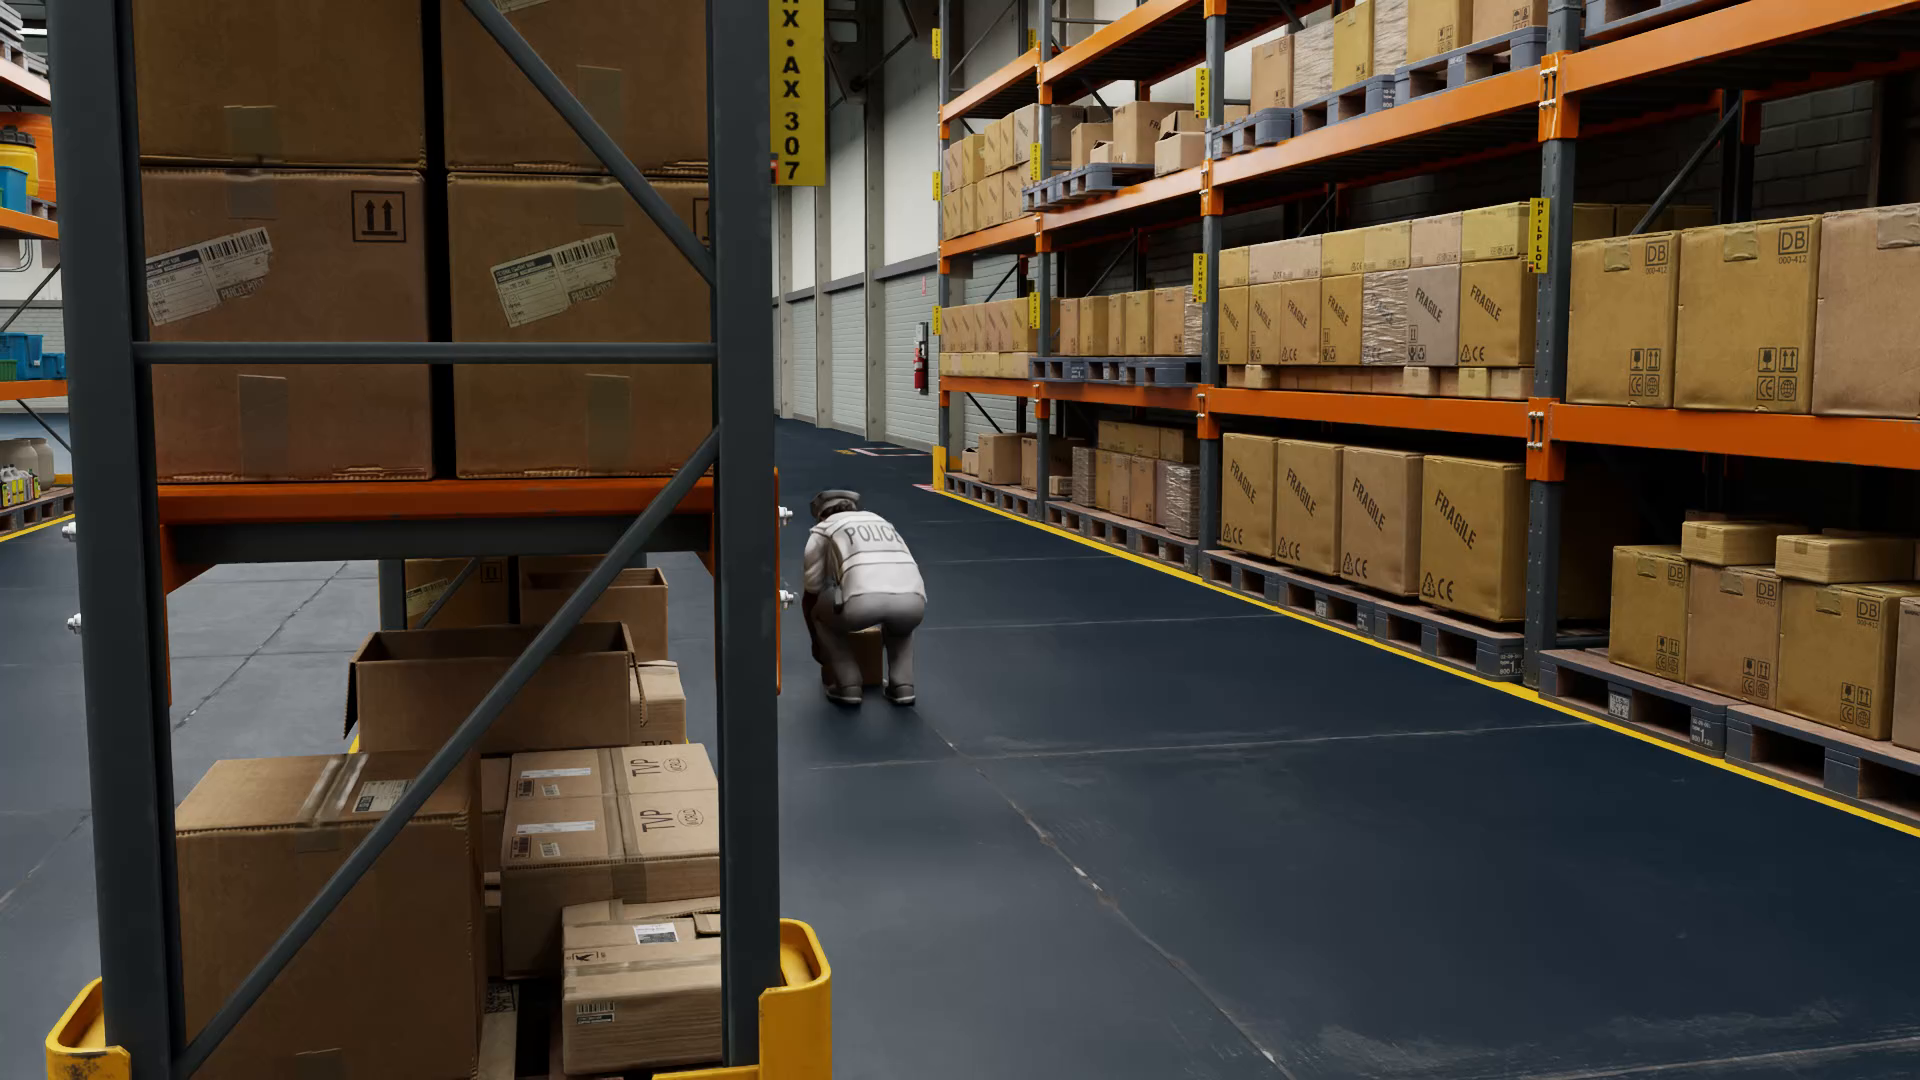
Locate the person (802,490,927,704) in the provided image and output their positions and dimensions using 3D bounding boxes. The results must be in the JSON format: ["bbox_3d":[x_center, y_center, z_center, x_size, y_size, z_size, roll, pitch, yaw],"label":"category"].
[{"bbox_3d":[-0.438,0.249,7.394,0.476,0.913,0.864,-2,6,-16],"label":"person"}]
